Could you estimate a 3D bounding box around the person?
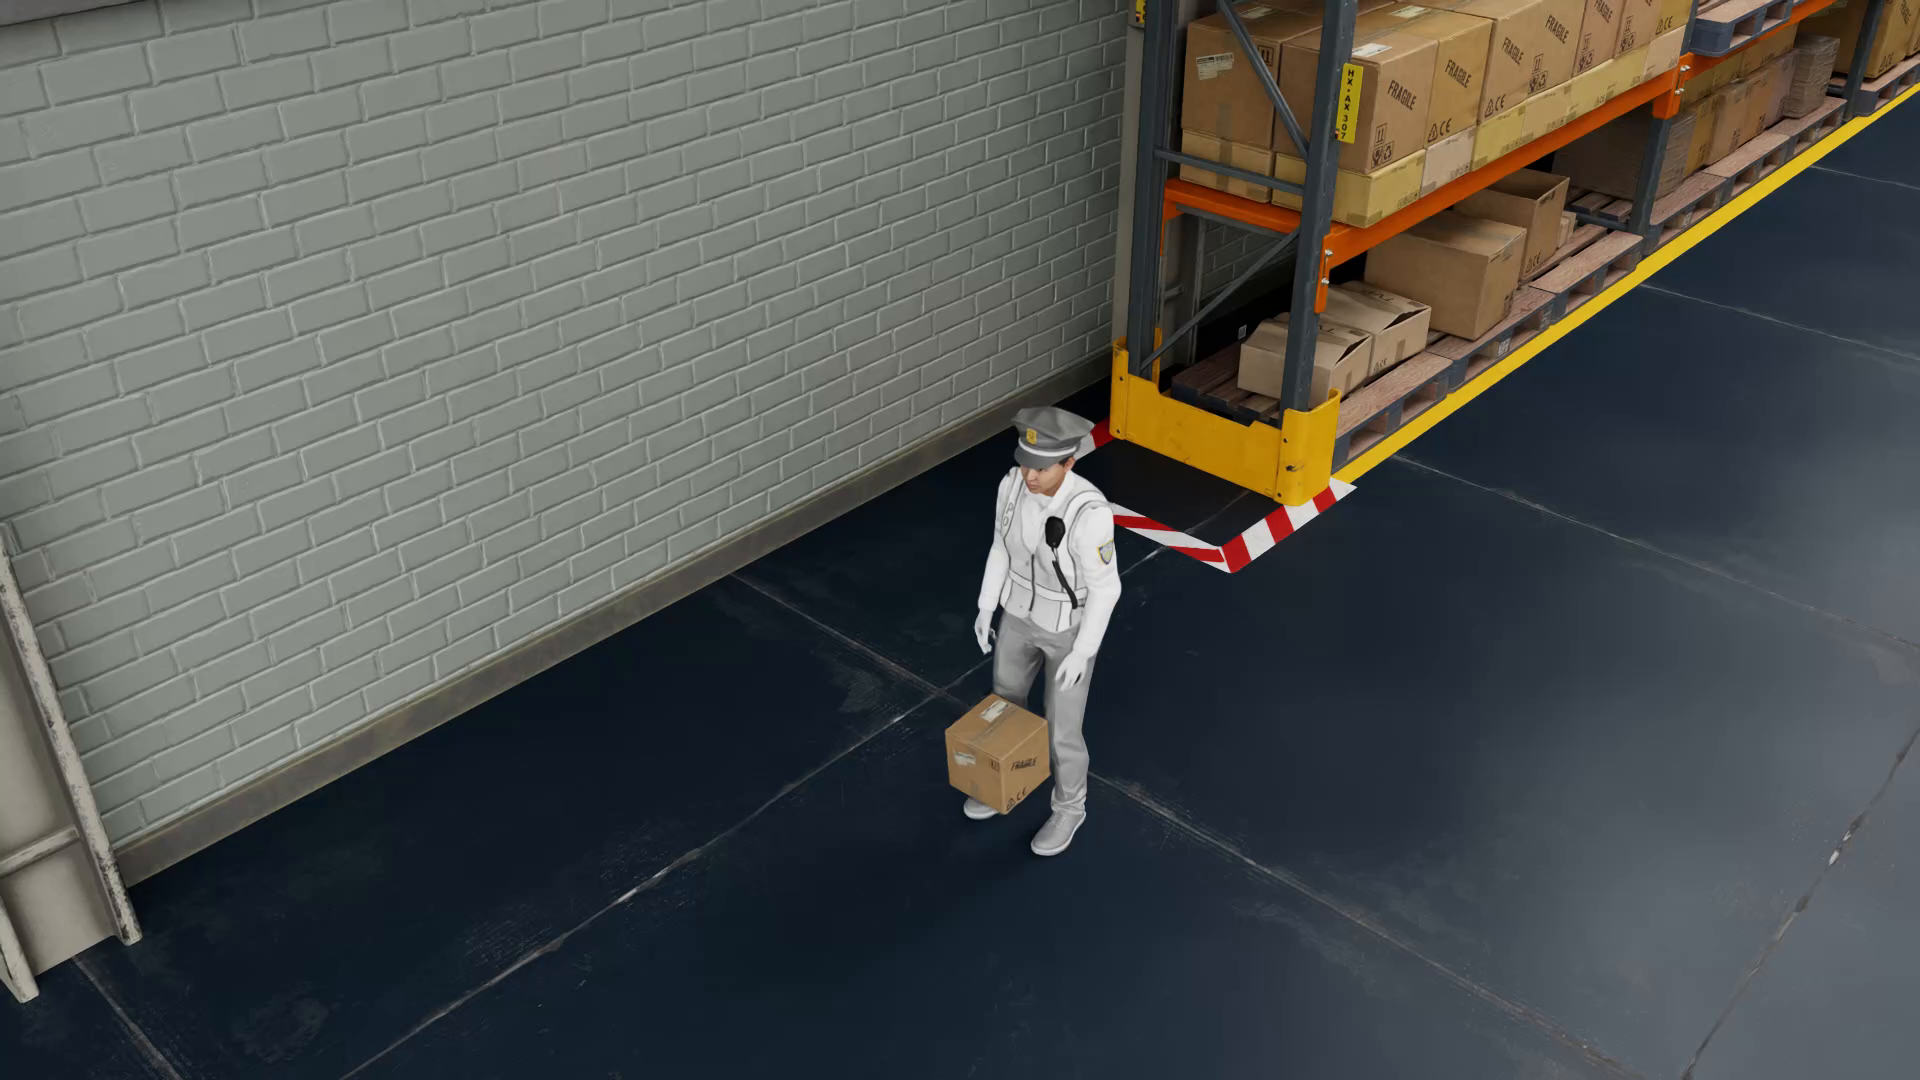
[{"bbox_3d":[0.294,0.300,5.634,0.509,1.671,0.359,24,39,34],"label":"person"}]
